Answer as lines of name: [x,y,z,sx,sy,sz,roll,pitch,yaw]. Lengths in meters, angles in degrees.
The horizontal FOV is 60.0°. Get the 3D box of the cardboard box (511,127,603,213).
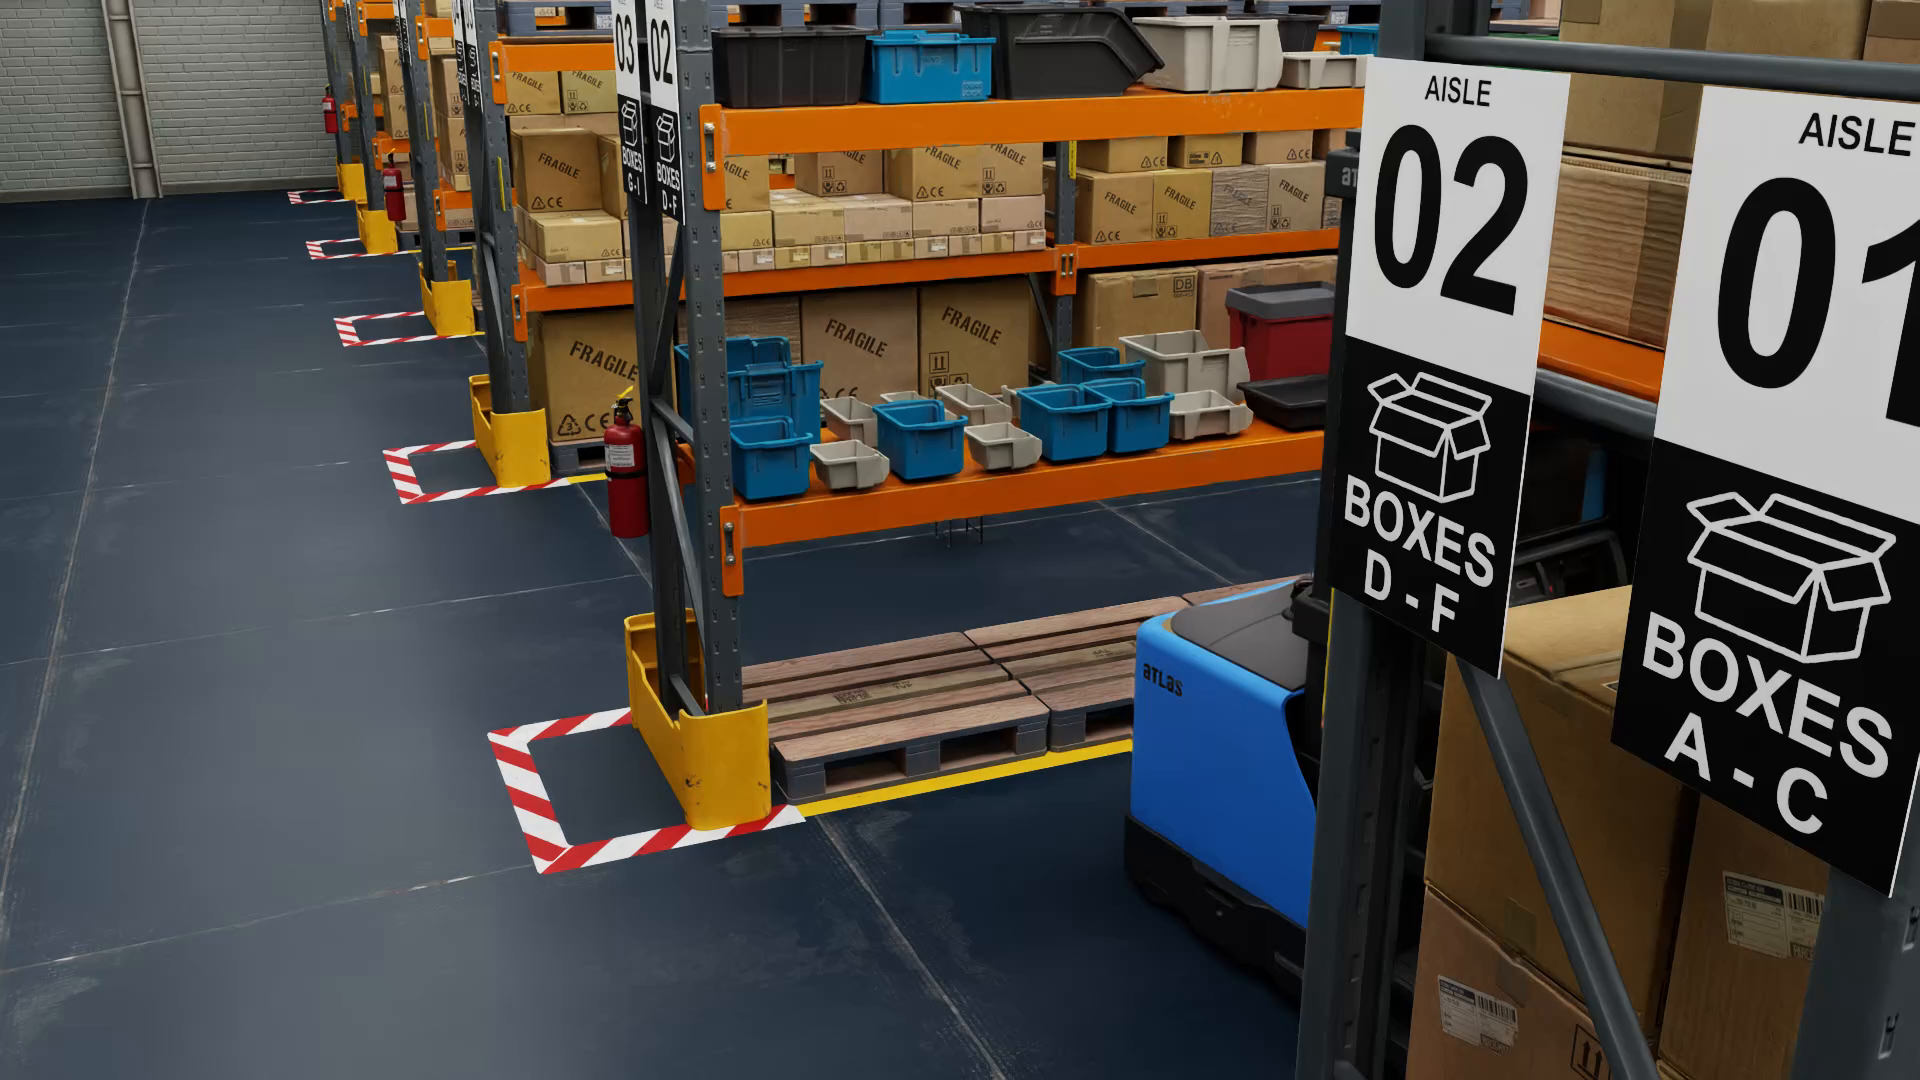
cardboard box: [-2.744,-2.522,11.317,0.500,0.500,0.500,-8,21,-21]

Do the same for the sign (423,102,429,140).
sign: [-4.744,-3.723,14.776,0.005,0.325,0.100,-8,21,-22]

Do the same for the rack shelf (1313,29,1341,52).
rack shelf: [2.422,-3.819,12.920,4.000,0.370,1.077,-8,21,-22]

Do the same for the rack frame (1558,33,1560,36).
rack frame: [2.547,-0.970,8.261,0.127,3.000,1.000,-8,21,-22]

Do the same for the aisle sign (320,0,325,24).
aisle sign: [-8.929,-7.617,23.226,0.004,0.787,0.394,-8,21,-22]

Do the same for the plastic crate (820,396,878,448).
plastic crate: [-0.449,-0.511,7.262,0.243,0.136,0.396,-8,21,-22]

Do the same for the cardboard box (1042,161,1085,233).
cardboard box: [0.906,-2.673,12.946,0.500,0.500,0.500,-8,21,-22]

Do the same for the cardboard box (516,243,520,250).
cardboard box: [-4.320,-2.777,16.156,0.250,0.149,0.380,-8,21,-21]

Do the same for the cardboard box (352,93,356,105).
cardboard box: [-8.572,-6.331,23.864,0.250,0.149,0.380,-8,21,-22]

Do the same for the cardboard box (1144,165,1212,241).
cardboard box: [1.568,-2.579,12.678,0.500,0.500,0.500,-8,21,-22]

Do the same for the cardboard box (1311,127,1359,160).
cardboard box: [2.981,-3.351,13.362,0.637,0.503,0.797,-8,21,-21]

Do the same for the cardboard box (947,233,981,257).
cardboard box: [-0.037,-2.155,12.003,0.250,0.149,0.380,-9,21,-23]

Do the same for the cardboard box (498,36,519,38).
cardboard box: [-5.380,-5.930,19.714,0.250,0.149,0.380,-8,21,-21]

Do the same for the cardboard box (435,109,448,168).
cardboard box: [-4.649,-3.805,15.715,0.500,0.500,0.500,-8,21,-21]

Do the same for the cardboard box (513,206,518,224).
cardboard box: [-5.610,-4.206,20.678,0.875,0.438,0.875,-8,21,-20]

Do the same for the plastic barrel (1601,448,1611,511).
plastic barrel: [3.703,-0.338,8.993,0.708,0.901,0.600,-8,21,-22]

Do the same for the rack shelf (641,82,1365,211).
rack shelf: [0.711,-1.783,7.135,4.000,0.370,1.077,-8,21,-22]

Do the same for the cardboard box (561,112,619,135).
cardboard box: [-3.502,-3.781,15.647,0.500,0.500,0.500,-8,21,-21]

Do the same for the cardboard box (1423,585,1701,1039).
cardboard box: [1.133,0.406,2.697,0.500,0.500,0.500,-8,21,-22]

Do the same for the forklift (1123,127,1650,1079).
forklift: [1.850,0.239,4.931,1.130,2.935,3.031,-12,23,-31]

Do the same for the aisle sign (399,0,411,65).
aisle sign: [-4.908,-4.606,14.671,0.004,0.787,0.394,-8,21,-22]

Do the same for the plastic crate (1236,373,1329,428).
plastic crate: [1.626,-0.640,7.646,0.590,0.125,0.437,-8,21,-22]

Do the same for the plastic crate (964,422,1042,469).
plastic crate: [0.181,-0.386,6.909,0.298,0.136,0.250,-8,21,-22]

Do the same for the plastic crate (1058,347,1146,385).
plastic crate: [0.658,-0.742,7.774,0.300,0.233,0.416,-8,21,-22]

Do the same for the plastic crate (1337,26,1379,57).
plastic crate: [1.838,-2.089,7.174,0.300,0.233,0.416,-8,21,-22]

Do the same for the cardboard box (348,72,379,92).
cardboard box: [-8.665,-6.701,24.314,0.500,0.250,0.500,-8,21,-20]

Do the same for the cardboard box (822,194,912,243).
cardboard box: [-0.659,-2.276,11.748,0.500,0.250,0.500,-8,21,-21]

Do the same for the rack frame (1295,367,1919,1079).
rack frame: [0.833,1.067,2.475,0.127,3.000,1.000,-8,21,-22]

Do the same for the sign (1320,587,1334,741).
sign: [0.631,0.200,2.719,0.005,0.325,0.100,-8,21,-22]

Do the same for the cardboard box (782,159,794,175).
cardboard box: [-1.650,-3.712,16.426,0.250,0.149,0.380,-9,21,-23]

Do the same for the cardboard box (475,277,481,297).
cardboard box: [-4.559,-2.467,16.171,0.250,0.149,0.380,-8,21,-21]

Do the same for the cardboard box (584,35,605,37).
cardboard box: [-4.456,-6.076,20.129,0.250,0.149,0.380,-8,21,-22]

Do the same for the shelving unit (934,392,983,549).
shelving unit: [-0.007,-0.423,9.870,0.210,0.900,0.258,-8,21,-22]

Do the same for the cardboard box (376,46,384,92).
cardboard box: [-6.665,-5.631,19.843,0.500,0.500,0.500,-7,21,-20]

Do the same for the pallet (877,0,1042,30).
pallet: [-0.170,-3.749,11.771,1.213,0.211,1.003,-8,21,-22]

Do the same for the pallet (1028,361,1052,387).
pallet: [1.264,-1.290,13.368,1.213,0.211,1.003,-8,21,-22]

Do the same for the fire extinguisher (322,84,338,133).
fire extinguisher: [-8.935,-6.117,23.557,0.183,0.674,0.296,-8,21,-22]

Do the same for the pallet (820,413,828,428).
pallet: [-1.266,-0.927,12.338,1.213,0.211,1.003,-8,21,-22]

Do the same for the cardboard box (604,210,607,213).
cardboard box: [-2.282,-2.235,11.632,0.500,0.250,0.500,-9,21,-23]

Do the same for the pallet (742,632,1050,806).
pallet: [-0.353,0.774,7.505,1.213,0.211,1.003,-8,21,-22]

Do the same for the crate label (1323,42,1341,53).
crate label: [1.983,-2.285,7.874,0.466,0.136,0.293,-8,21,-22]

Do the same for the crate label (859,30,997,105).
crate label: [-0.151,-1.812,6.358,0.502,0.251,0.408,-8,21,-22]

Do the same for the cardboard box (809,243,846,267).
cardboard box: [-0.979,-2.020,11.621,0.250,0.149,0.380,-8,21,-21]

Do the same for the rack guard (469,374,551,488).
rack guard: [-3.110,-0.772,11.463,0.348,0.500,1.175,-8,21,-22]

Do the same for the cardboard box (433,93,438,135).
cardboard box: [-6.005,-5.074,19.767,0.500,0.500,0.500,-8,21,-23]

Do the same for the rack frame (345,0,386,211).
rack frame: [-7.013,-4.977,19.640,0.127,3.000,1.000,-8,21,-22]

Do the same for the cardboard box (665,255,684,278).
cardboard box: [-1.922,-1.885,11.237,0.250,0.149,0.380,-8,21,-23]

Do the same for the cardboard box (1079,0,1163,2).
cardboard box: [1.114,-4.220,12.192,0.500,0.500,0.700,-8,21,-21]

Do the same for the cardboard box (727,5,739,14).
cardboard box: [-2.093,-5.142,15.818,0.500,0.250,0.500,-8,21,-22]

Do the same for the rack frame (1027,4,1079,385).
rack frame: [0.585,-2.481,12.551,0.127,3.000,1.000,-8,21,-22]

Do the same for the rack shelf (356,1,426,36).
rack shelf: [-5.177,-6.315,20.008,4.000,0.370,1.077,-8,21,-22]

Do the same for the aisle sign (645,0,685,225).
aisle sign: [-1.074,-1.570,6.051,0.004,0.787,0.394,-8,21,-22]

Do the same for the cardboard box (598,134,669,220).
cardboard box: [-2.081,-2.424,11.040,0.500,0.500,0.500,-9,21,-23]

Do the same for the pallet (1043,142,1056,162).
pallet: [0.585,-4.169,17.636,1.213,0.211,1.003,-8,21,-22]

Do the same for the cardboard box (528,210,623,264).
cardboard box: [-2.540,-2.005,10.978,0.500,0.250,0.500,-9,21,-23]

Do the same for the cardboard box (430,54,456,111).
cardboard box: [-4.638,-4.276,15.544,0.500,0.500,0.500,-9,21,-23]

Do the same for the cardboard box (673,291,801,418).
cardboard box: [-1.696,-1.379,11.988,0.875,0.875,0.875,-8,21,-22]
